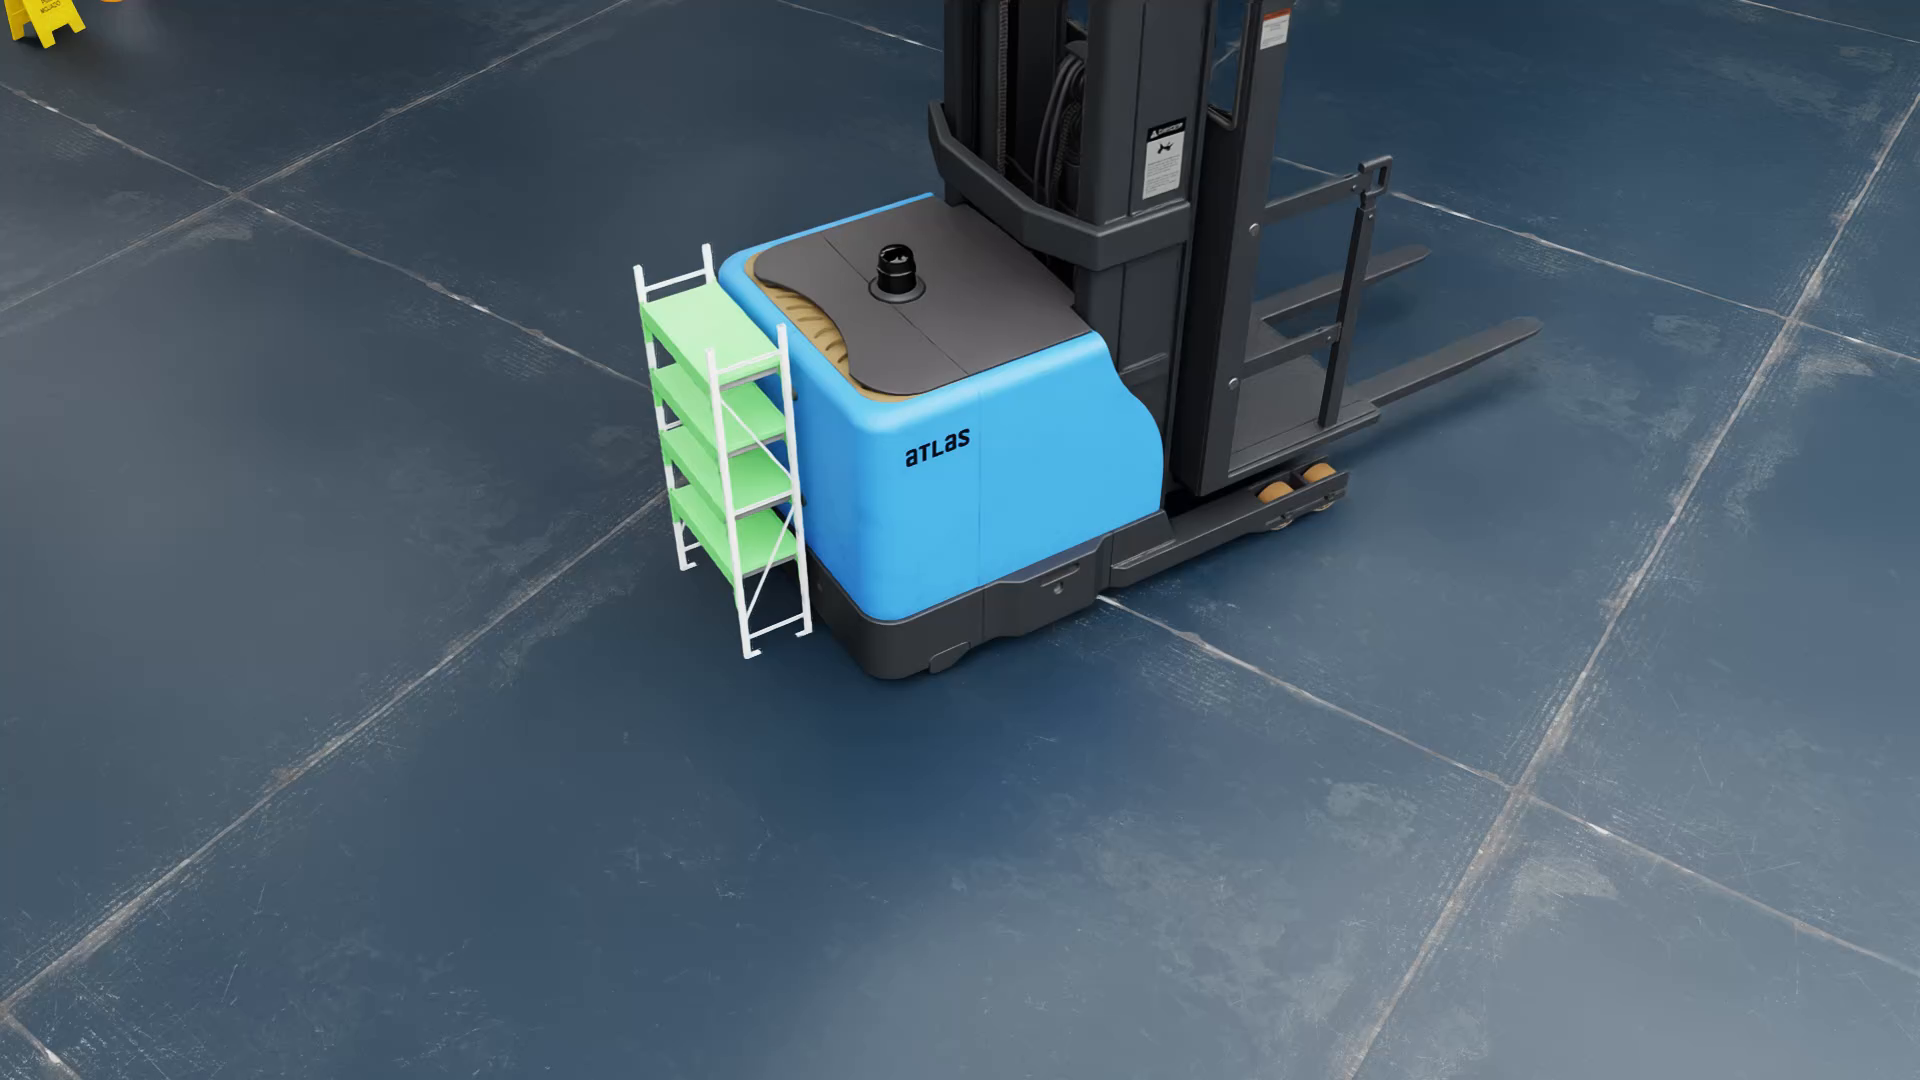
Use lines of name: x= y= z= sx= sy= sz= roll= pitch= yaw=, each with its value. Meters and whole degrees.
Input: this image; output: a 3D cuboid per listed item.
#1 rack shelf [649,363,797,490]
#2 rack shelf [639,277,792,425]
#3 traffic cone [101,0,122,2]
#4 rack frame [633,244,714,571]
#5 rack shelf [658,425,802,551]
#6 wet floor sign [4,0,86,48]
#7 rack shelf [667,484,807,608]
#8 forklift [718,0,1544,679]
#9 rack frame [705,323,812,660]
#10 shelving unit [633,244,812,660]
rack shelf: x=-0.716 y=-0.379 z=5.010 sx=0.258 sy=0.148 sz=0.480 roll=-22 pitch=46 yaw=-23
rack shelf: x=-0.717 y=-0.558 z=4.850 sx=0.258 sy=0.148 sz=0.480 roll=-22 pitch=46 yaw=-23
traffic cone: x=-4.621 y=-3.216 z=8.997 sx=0.334 sy=0.463 sz=0.336 roll=25 pitch=48 yaw=25
rack frame: x=-0.844 y=-0.387 z=5.282 sx=0.240 sy=1.200 sz=0.015 roll=-22 pitch=46 yaw=-23
rack shelf: x=-0.716 y=-0.201 z=5.170 sx=0.258 sy=0.148 sz=0.480 roll=-22 pitch=46 yaw=-23
wet floor sign: x=-4.768 y=-2.889 z=8.495 sx=0.232 sy=0.644 sz=0.267 roll=17 pitch=45 yaw=18
rack shelf: x=-0.716 y=-0.022 z=5.330 sx=0.258 sy=0.148 sz=0.480 roll=-22 pitch=46 yaw=-23
forklift: x=0.764 y=-1.406 z=5.124 sx=3.031 sy=2.935 sz=1.130 roll=-22 pitch=46 yaw=-23
rack frame: x=-0.588 y=-0.110 z=4.973 sx=0.240 sy=1.200 sz=0.015 roll=-22 pitch=46 yaw=-23
shelving unit: x=-0.716 y=-0.248 z=5.127 sx=0.258 sy=1.200 sz=0.503 roll=-22 pitch=46 yaw=-23
